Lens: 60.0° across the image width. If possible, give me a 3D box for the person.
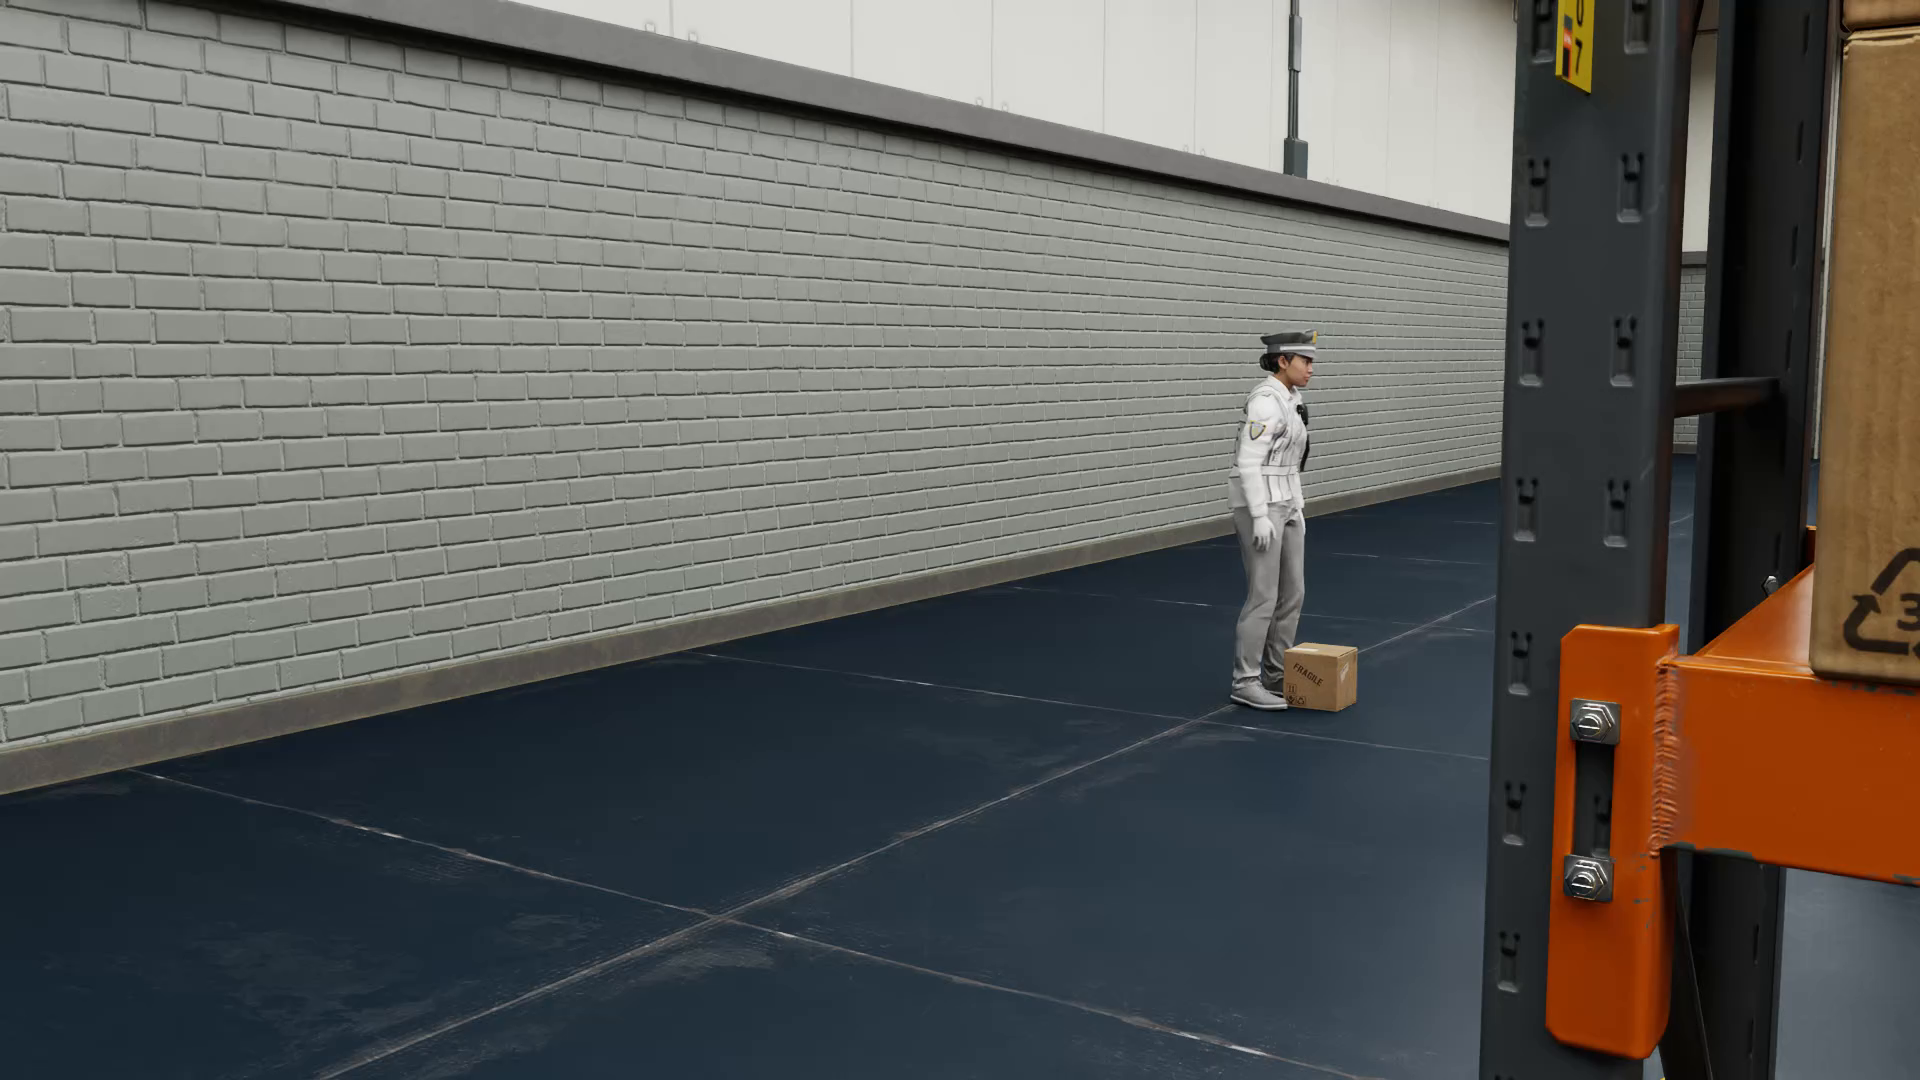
[{"bbox_3d":[1.417,-0.107,7.438,0.405,1.663,0.539,4,8,32],"label":"person"}]
